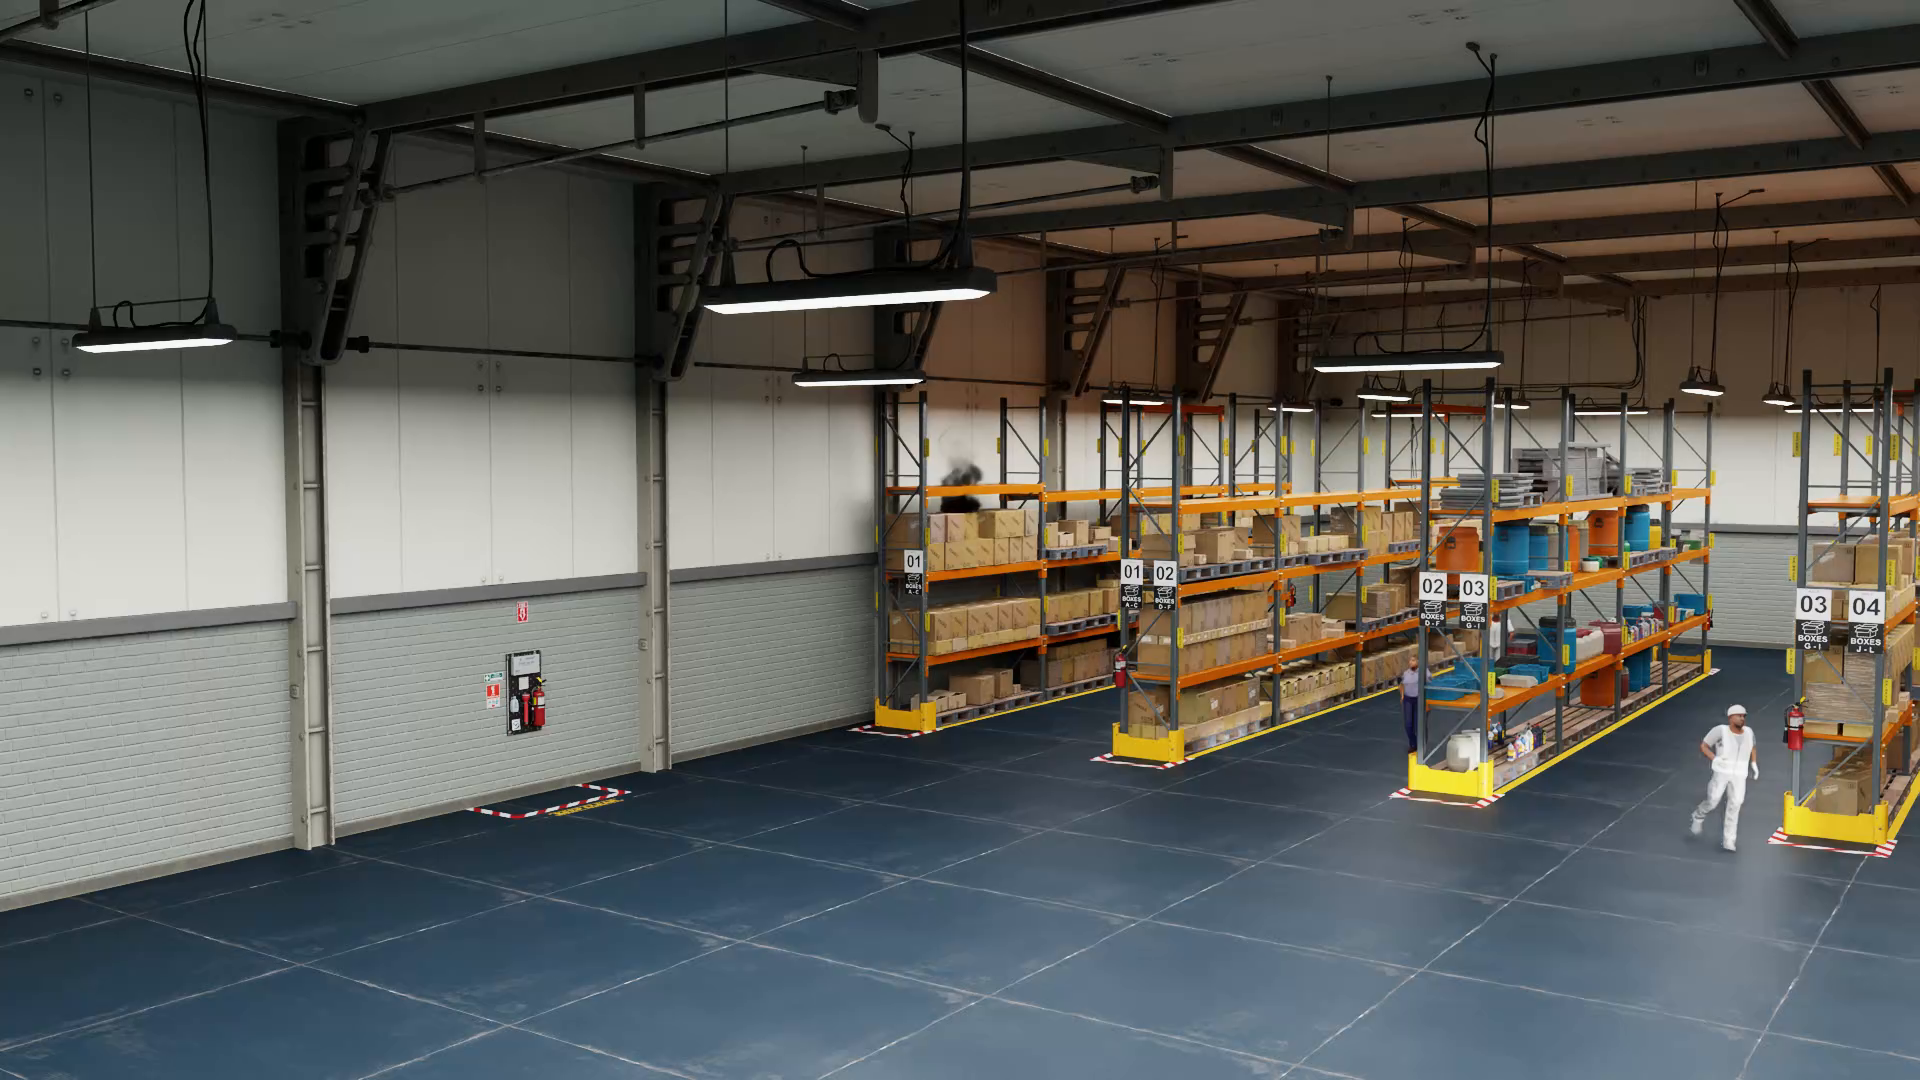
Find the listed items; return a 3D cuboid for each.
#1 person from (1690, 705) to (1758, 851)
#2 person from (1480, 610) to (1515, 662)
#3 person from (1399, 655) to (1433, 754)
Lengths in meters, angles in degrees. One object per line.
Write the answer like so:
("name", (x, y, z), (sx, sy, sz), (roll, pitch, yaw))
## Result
("person", (9.705, 2.950, 20.914), (0.743, 1.741, 0.983), (0, 3, 4))
("person", (11.217, 2.212, 34.766), (0.715, 1.733, 0.577), (1, 3, 24))
("person", (7.492, 2.704, 27.326), (0.605, 1.595, 0.535), (2, 4, 38))
